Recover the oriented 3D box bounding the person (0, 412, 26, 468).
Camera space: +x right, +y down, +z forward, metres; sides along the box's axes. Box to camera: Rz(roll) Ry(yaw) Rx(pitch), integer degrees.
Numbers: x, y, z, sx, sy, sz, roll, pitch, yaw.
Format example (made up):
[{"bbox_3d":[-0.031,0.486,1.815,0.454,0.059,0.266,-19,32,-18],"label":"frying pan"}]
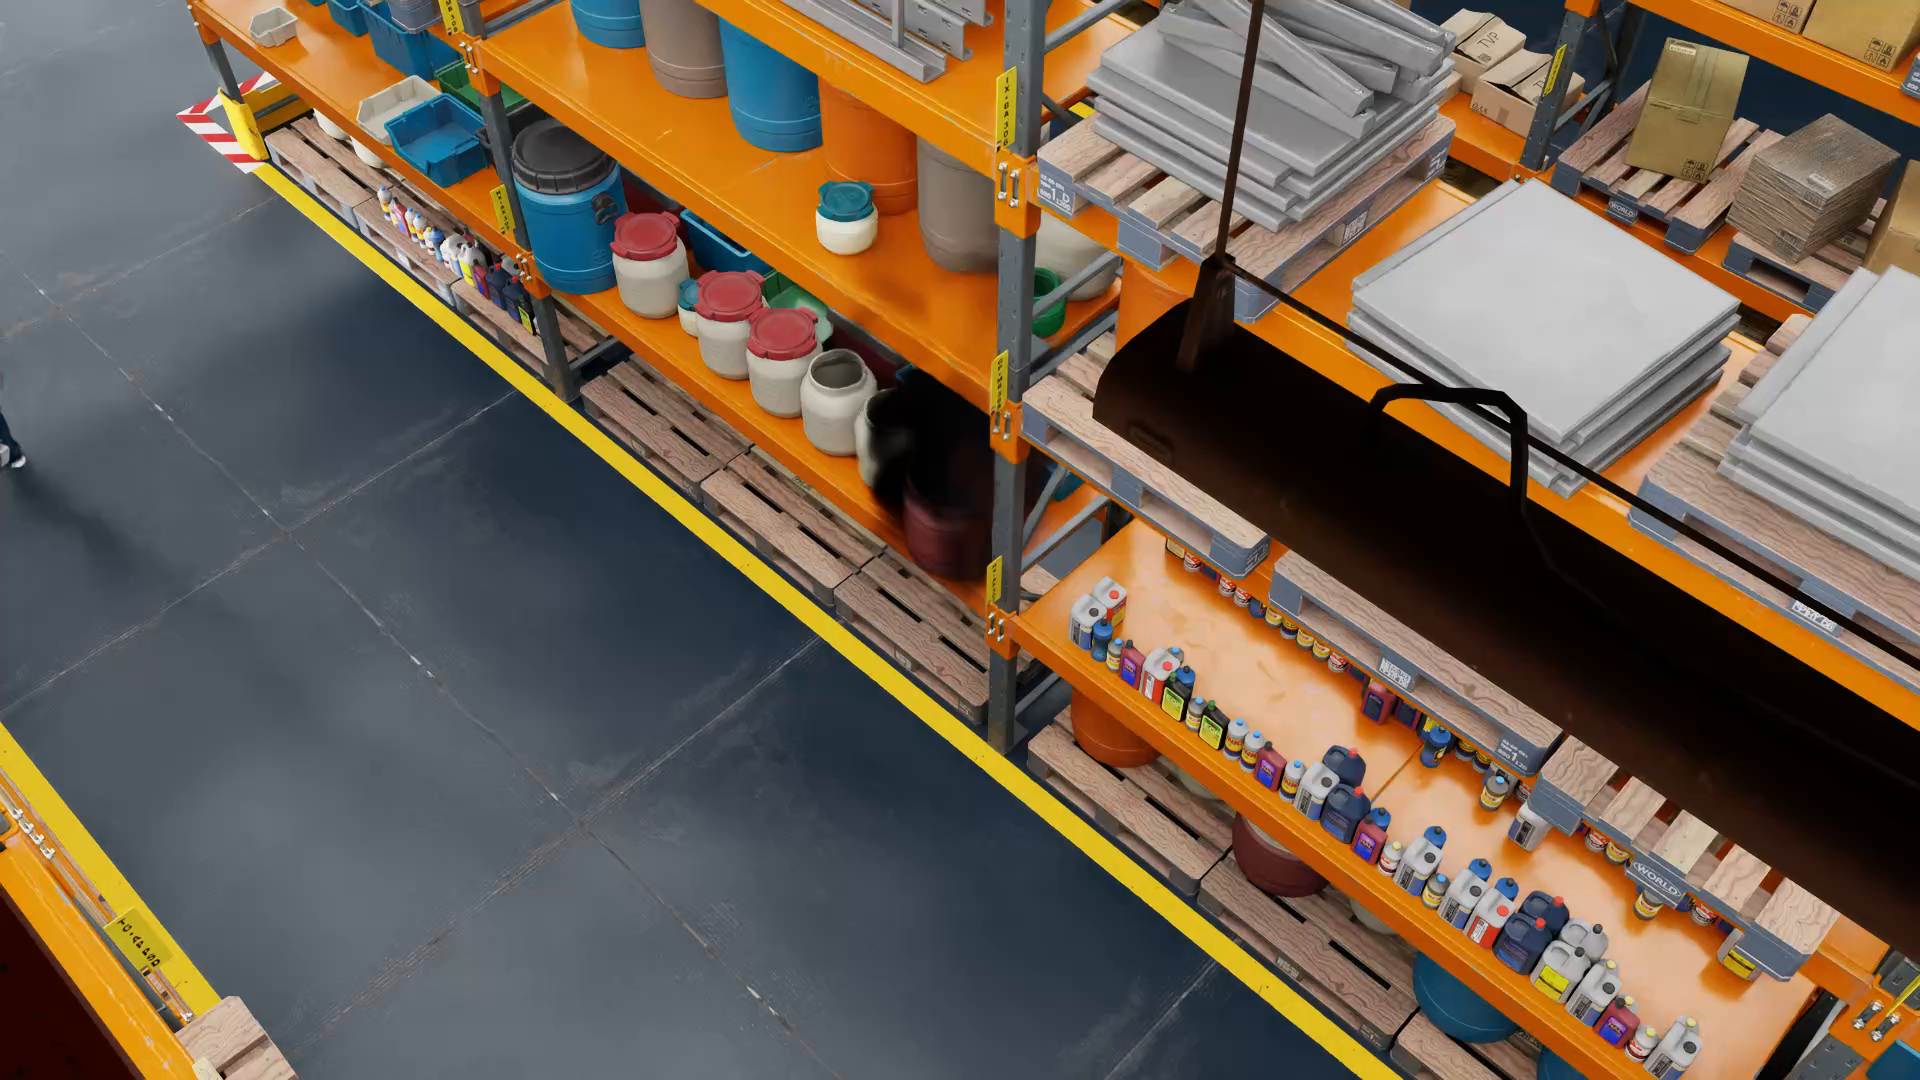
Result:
[{"bbox_3d":[-6.217,-1.067,10.265,0.525,1.563,0.553,28,55,21],"label":"person"}]
